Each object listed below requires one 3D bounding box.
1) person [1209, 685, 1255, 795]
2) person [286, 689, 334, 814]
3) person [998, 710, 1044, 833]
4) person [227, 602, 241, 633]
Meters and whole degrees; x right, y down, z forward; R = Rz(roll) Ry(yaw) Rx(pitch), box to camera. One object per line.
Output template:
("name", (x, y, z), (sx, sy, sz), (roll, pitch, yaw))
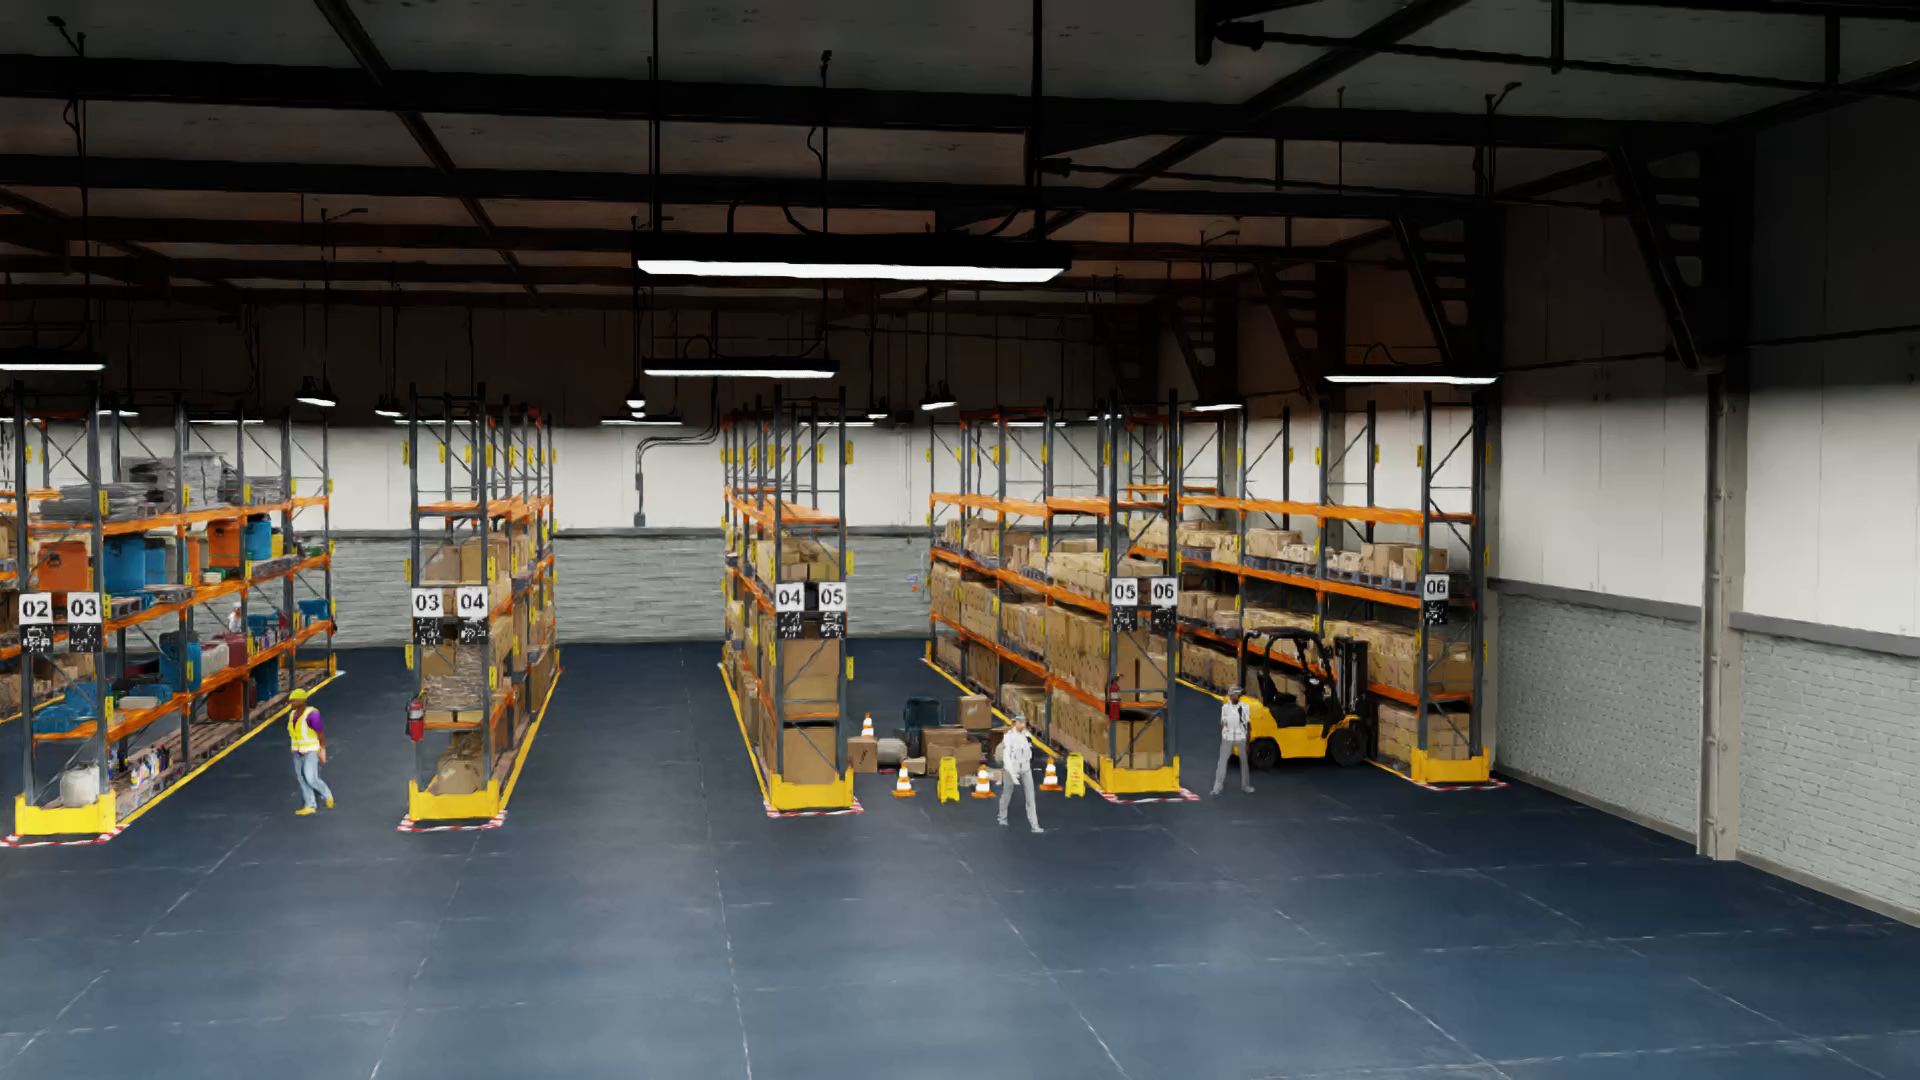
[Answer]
("person", (4.016, 2.926, 24.437), (0.590, 1.633, 0.871), (1, 3, 17))
("person", (-9.115, 2.948, 23.286), (0.606, 1.760, 0.577), (1, 3, 27))
("person", (0.763, 3.051, 22.115), (0.464, 1.621, 0.991), (-1, 3, -19))
("person", (-16.229, 2.234, 37.396), (0.551, 1.707, 1.109), (-1, 3, -12))
